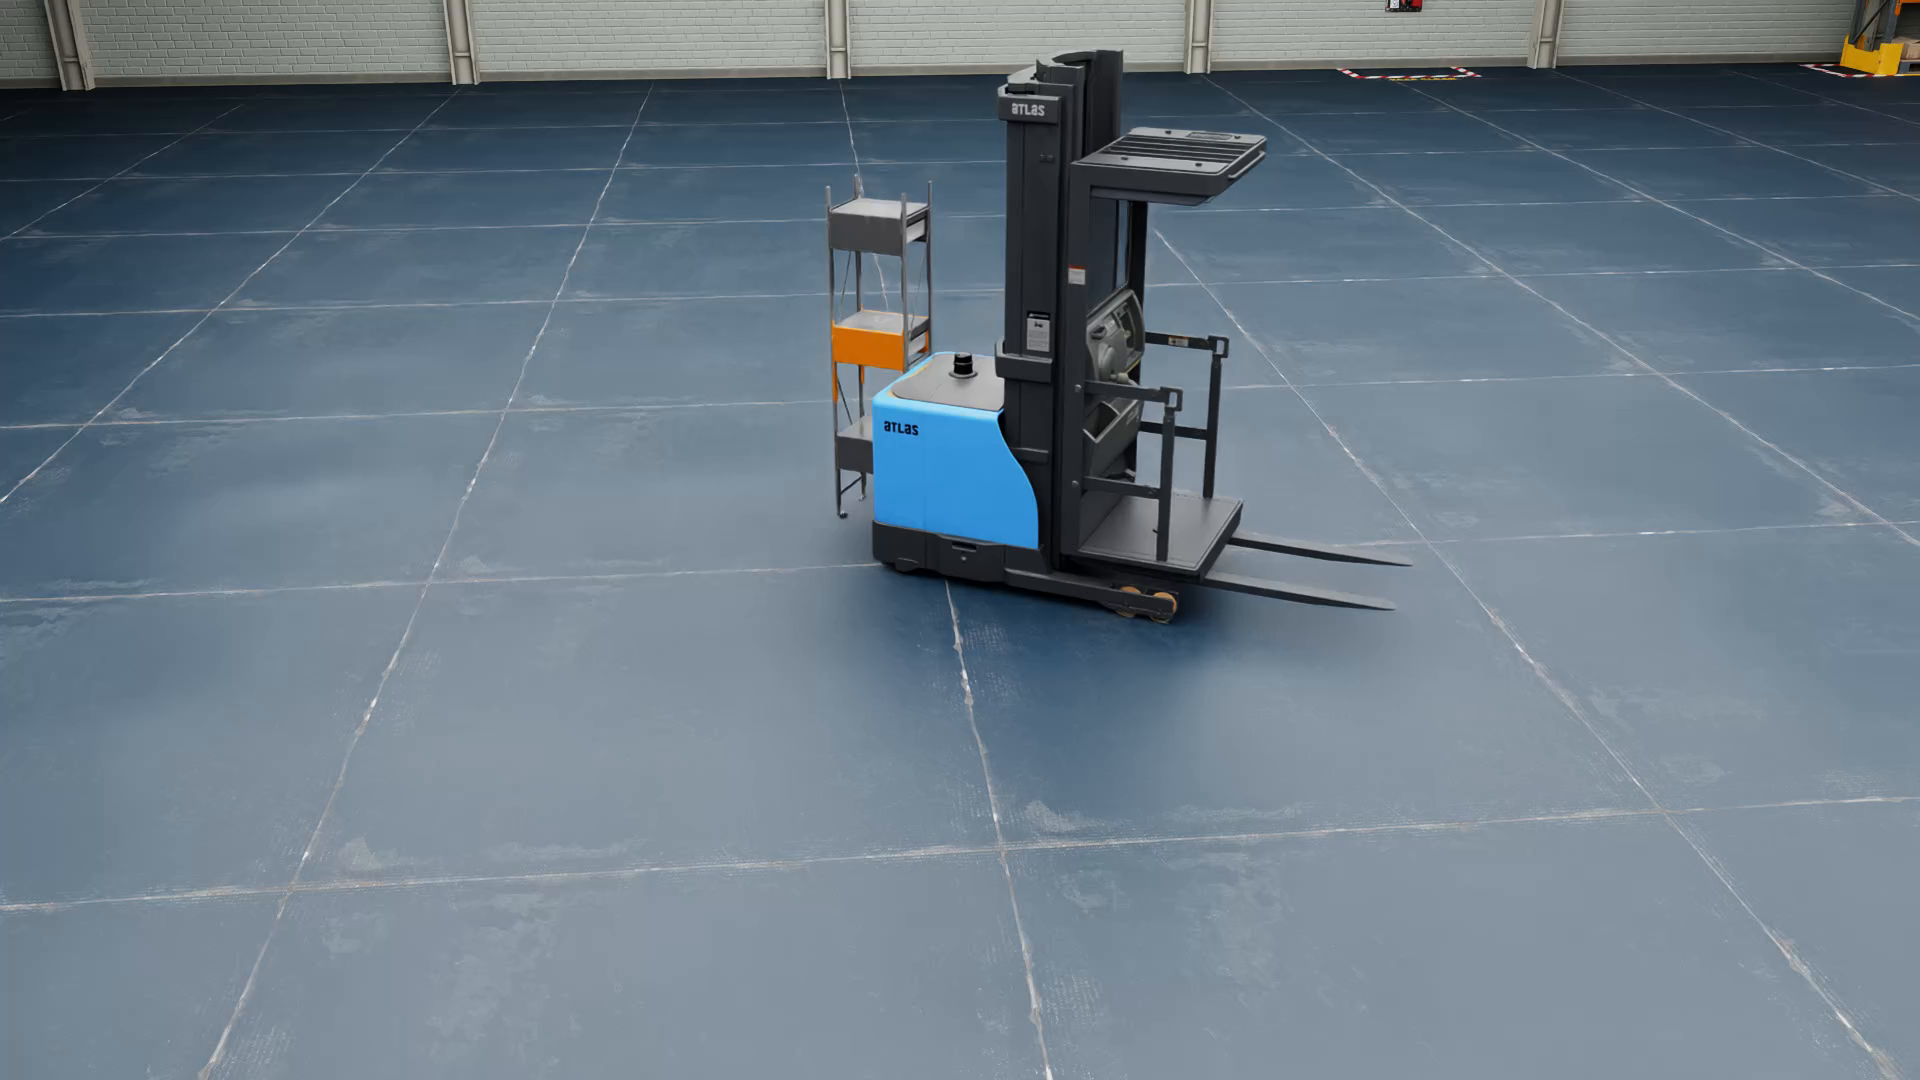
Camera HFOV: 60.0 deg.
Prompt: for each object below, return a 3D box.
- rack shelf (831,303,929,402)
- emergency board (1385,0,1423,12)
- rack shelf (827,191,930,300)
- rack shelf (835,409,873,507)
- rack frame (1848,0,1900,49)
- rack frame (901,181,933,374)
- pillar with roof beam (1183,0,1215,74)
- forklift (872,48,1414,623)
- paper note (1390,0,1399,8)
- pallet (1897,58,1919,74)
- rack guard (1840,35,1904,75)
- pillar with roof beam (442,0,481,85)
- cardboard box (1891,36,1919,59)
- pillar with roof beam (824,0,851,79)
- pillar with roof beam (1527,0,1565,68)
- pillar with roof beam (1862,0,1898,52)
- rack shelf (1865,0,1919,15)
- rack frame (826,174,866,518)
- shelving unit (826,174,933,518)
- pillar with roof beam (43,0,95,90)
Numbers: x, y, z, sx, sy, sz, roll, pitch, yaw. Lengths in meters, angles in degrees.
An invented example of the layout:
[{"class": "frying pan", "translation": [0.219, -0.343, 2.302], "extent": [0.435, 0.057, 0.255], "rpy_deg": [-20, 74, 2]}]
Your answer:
[{"class": "rack shelf", "translation": [-0.477, -1.126, 10.232], "extent": [0.480, 0.518, 0.431], "rpy_deg": [10, 26, 21]}, {"class": "emergency board", "translation": [7.481, -9.389, 27.681], "extent": [0.643, 1.169, 0.194], "rpy_deg": [-2, 24, -5]}, {"class": "rack shelf", "translation": [-0.477, -1.766, 9.948], "extent": [0.480, 0.518, 0.431], "rpy_deg": [10, 26, 21]}, {"class": "rack shelf", "translation": [-0.477, -0.486, 10.516], "extent": [0.480, 0.518, 0.431], "rpy_deg": [10, 26, 21]}, {"class": "rack frame", "translation": [15.304, -9.334, 27.557], "extent": [0.127, 3.000, 1.000], "rpy_deg": [-2, 24, -5]}, {"class": "rack frame", "translation": [-0.252, -1.100, 10.139], "extent": [0.015, 2.100, 0.400], "rpy_deg": [10, 26, 21]}, {"class": "pillar with roof beam", "translation": [4.397, -10.234, 22.196], "extent": [0.400, 9.000, 9.100], "rpy_deg": [-2, 24, -5]}, {"class": "forklift", "translation": [1.049, -1.125, 9.174], "extent": [3.031, 2.935, 1.130], "rpy_deg": [10, 26, 20]}, {"class": "paper note", "translation": [7.298, -9.007, 27.907], "extent": [0.142, 0.148, 0.016], "rpy_deg": [-2, 24, -5]}, {"class": "pallet", "translation": [16.191, -8.081, 28.171], "extent": [1.213, 0.211, 1.003], "rpy_deg": [-2, 24, -5]}, {"class": "rack guard", "translation": [15.379, -8.195, 28.072], "extent": [0.348, 0.500, 1.175], "rpy_deg": [-2, 24, -5]}, {"class": "pillar with roof beam", "translation": [-7.545, -9.755, 21.118], "extent": [0.400, 9.000, 9.100], "rpy_deg": [-2, 24, -5]}, {"class": "cardboard box", "translation": [16.001, -8.298, 27.995], "extent": [0.500, 0.311, 0.500], "rpy_deg": [-5, 24, -11]}, {"class": "pillar with roof beam", "translation": [-1.574, -9.995, 21.657], "extent": [0.400, 9.000, 9.100], "rpy_deg": [-2, 24, -5]}, {"class": "pillar with roof beam", "translation": [10.368, -10.474, 22.735], "extent": [0.400, 9.000, 9.100], "rpy_deg": [-2, 24, -5]}, {"class": "pillar with roof beam", "translation": [16.338, -10.713, 23.274], "extent": [0.400, 9.000, 9.100], "rpy_deg": [-2, 24, -5]}, {"class": "rack shelf", "translation": [17.294, -9.085, 27.883], "extent": [4.000, 0.370, 1.077], "rpy_deg": [-2, 24, -5]}, {"class": "rack frame", "translation": [-0.701, -1.177, 10.313], "extent": [0.015, 2.100, 0.400], "rpy_deg": [10, 26, 21]}, {"class": "shelving unit", "translation": [-0.477, -1.139, 10.226], "extent": [0.503, 2.100, 0.431], "rpy_deg": [10, 26, 21]}, {"class": "pillar with roof beam", "translation": [-13.516, -9.516, 20.579], "extent": [0.400, 9.000, 9.100], "rpy_deg": [-2, 24, -5]}]
